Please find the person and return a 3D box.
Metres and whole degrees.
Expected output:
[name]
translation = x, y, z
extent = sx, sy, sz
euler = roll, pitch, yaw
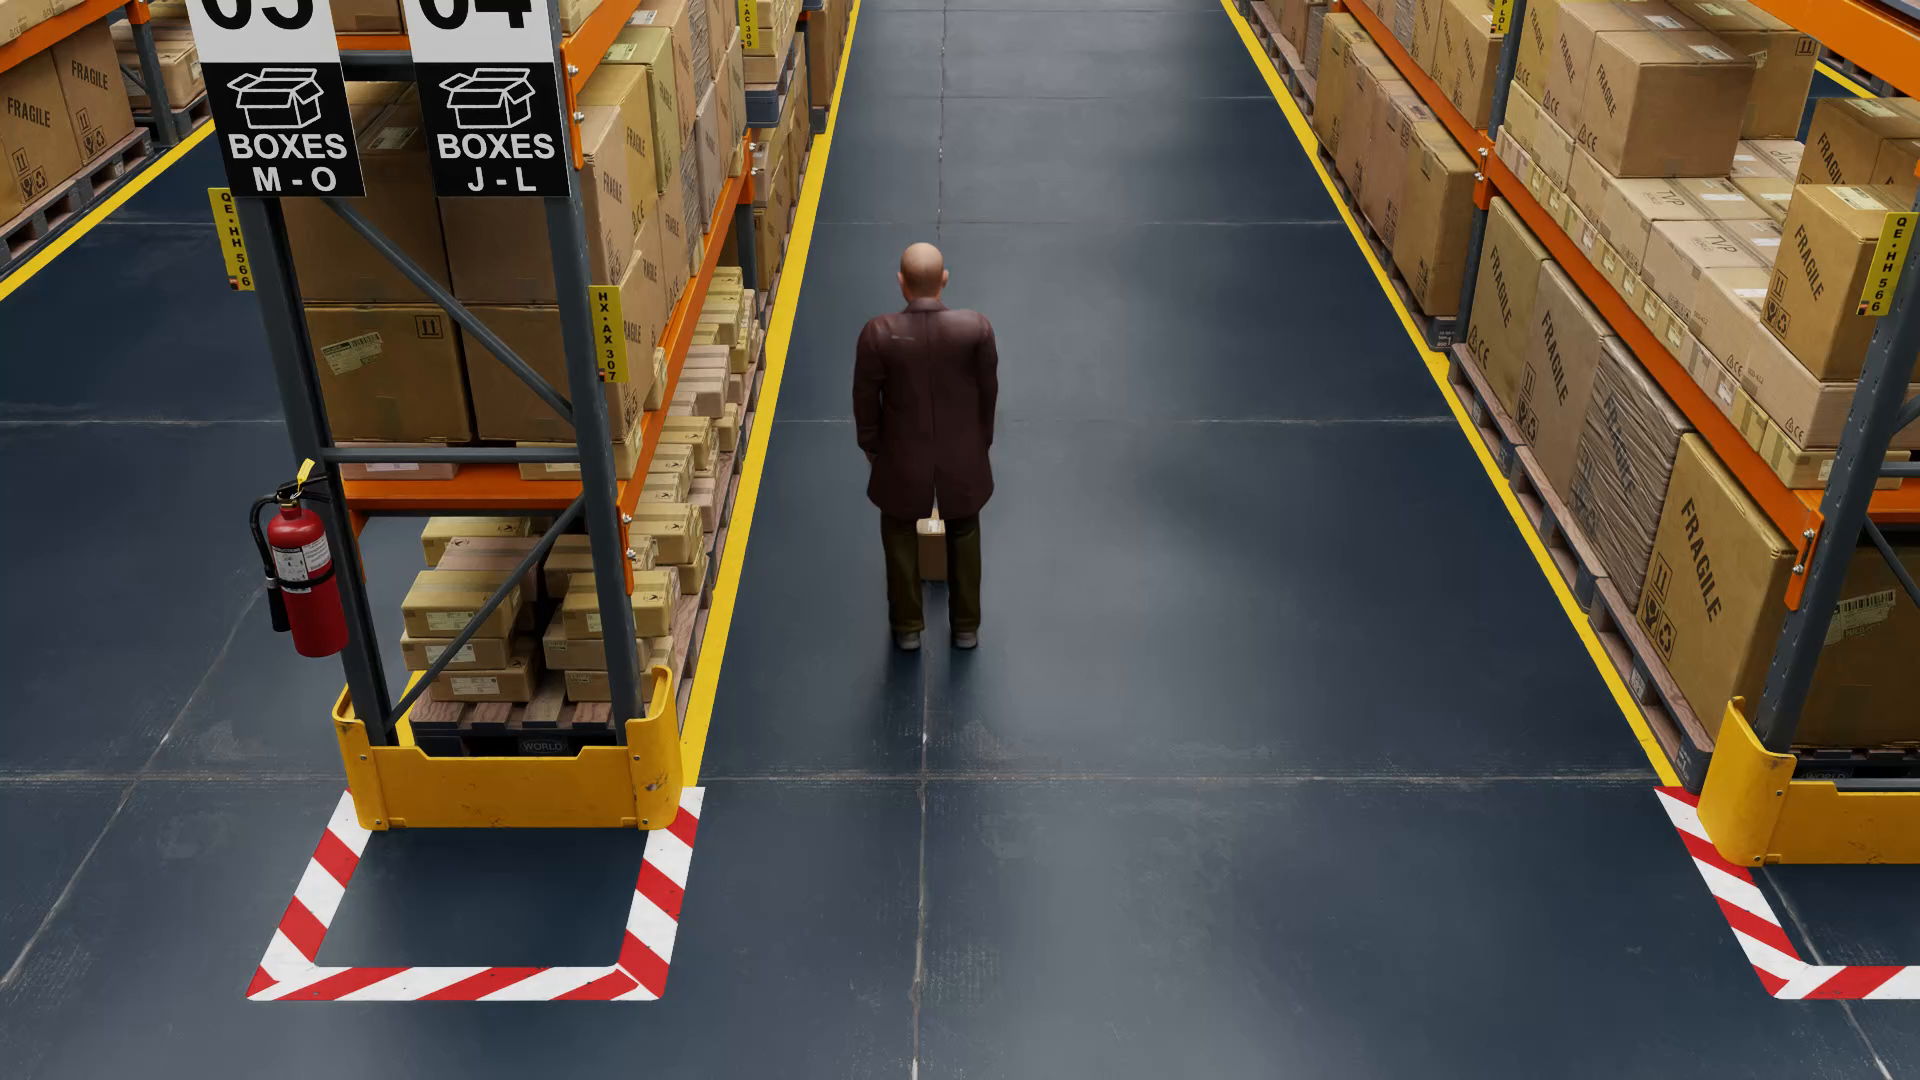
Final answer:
[person]
translation = -0.140, -0.355, 6.778
extent = 0.579, 1.747, 0.394
euler = -2, 31, -3
